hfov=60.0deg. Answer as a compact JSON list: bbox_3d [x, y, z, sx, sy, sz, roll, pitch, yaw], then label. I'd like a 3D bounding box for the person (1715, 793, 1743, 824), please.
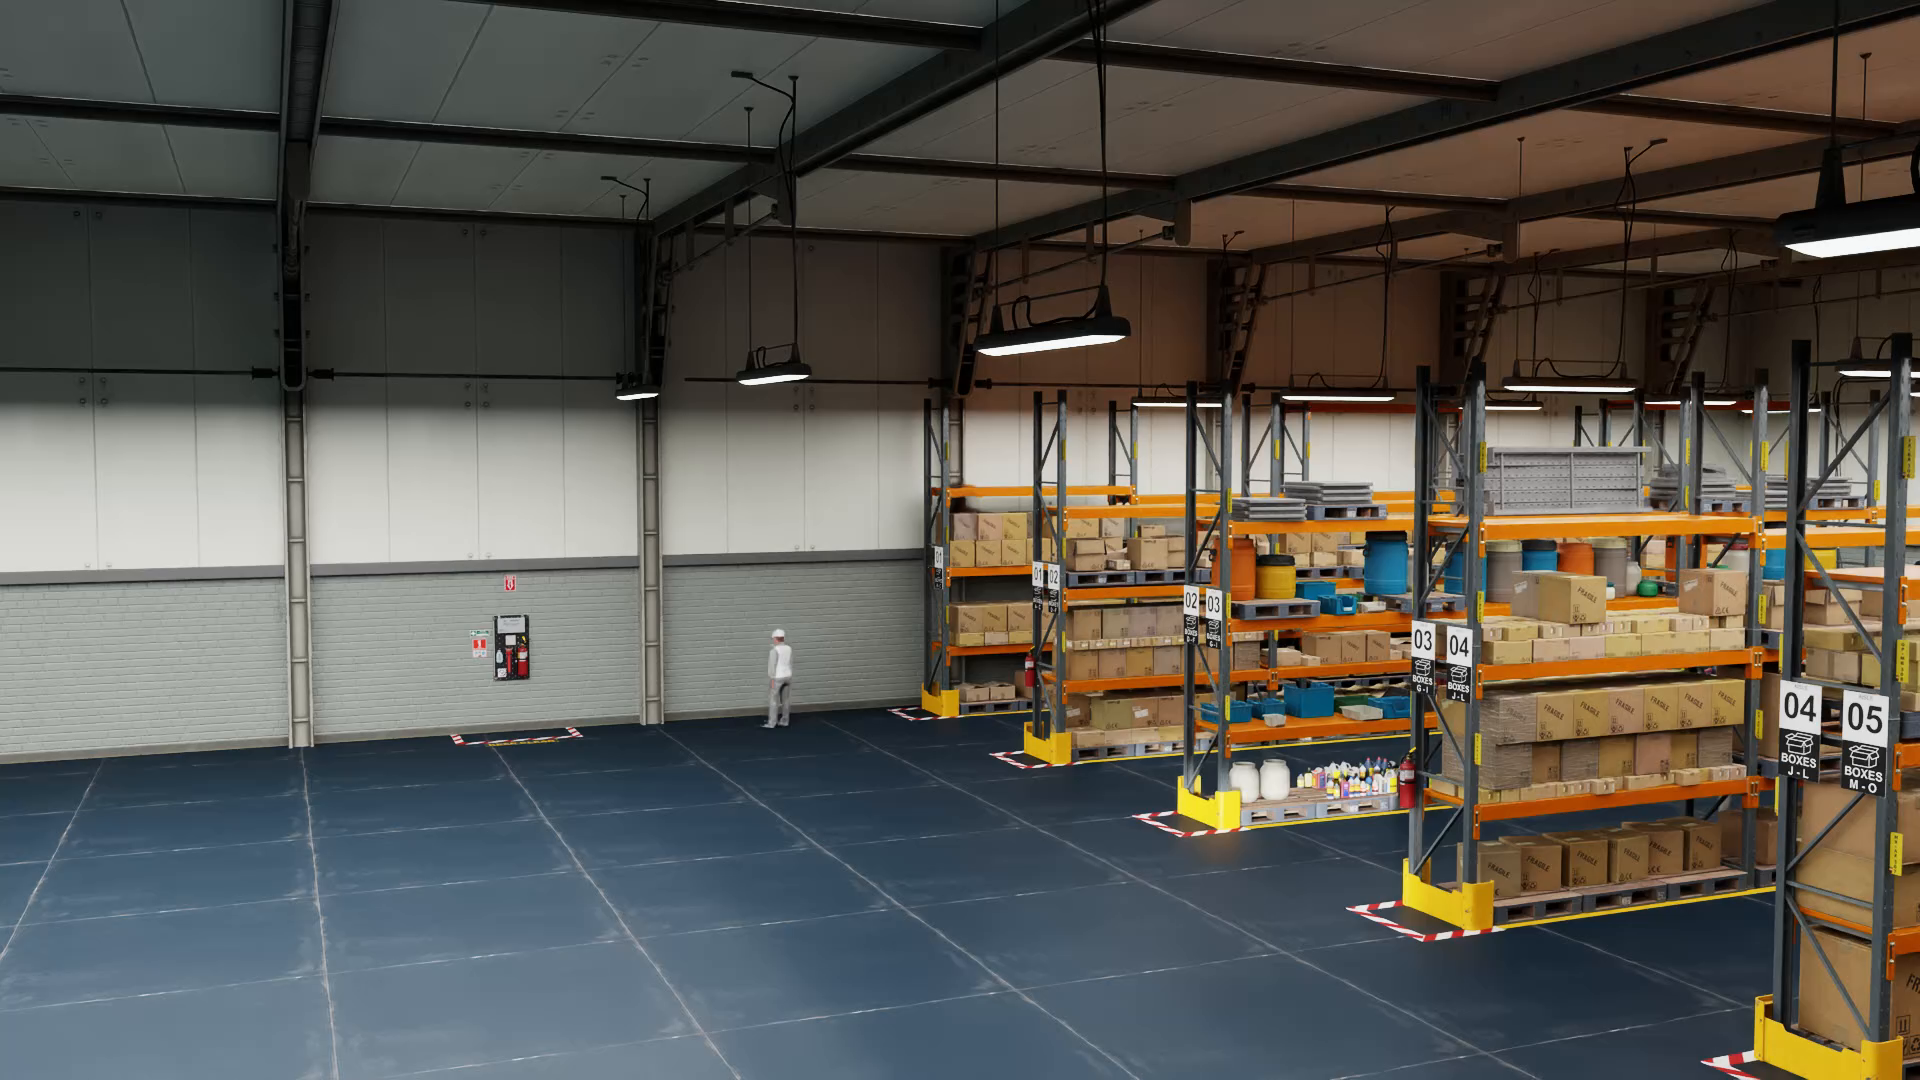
[{"bbox_3d":[10.332,2.991,22.147,0.592,1.754,0.456,-1,4,-17],"label":"person"}]

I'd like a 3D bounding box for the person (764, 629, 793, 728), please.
[{"bbox_3d":[-3.300,2.504,30.146,0.440,1.770,0.605,3,4,39],"label":"person"}]
